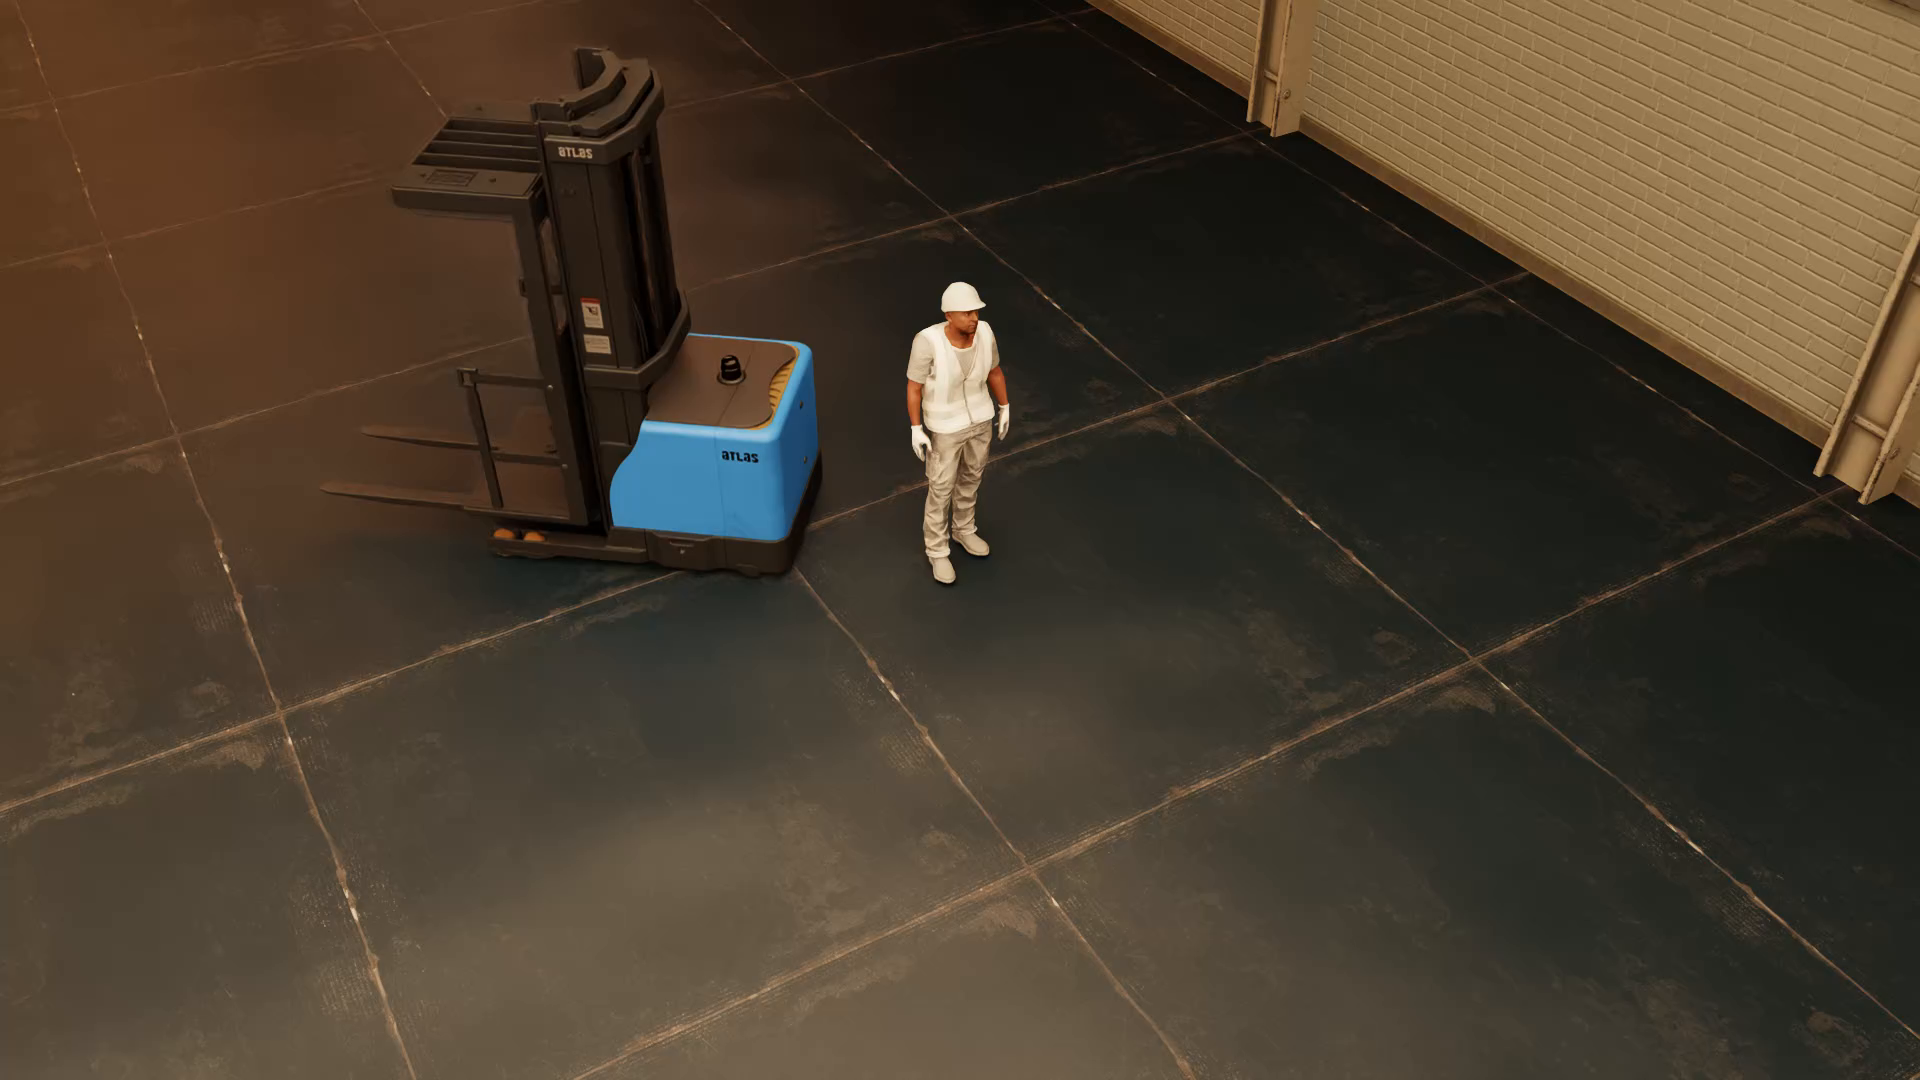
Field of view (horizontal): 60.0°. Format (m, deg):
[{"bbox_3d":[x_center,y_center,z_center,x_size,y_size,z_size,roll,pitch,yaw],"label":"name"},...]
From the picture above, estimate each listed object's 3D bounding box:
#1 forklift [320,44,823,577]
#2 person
[{"bbox_3d":[-2.443,-1.338,9.650,3.031,2.935,1.130,5,40,7],"label":"forklift"},{"bbox_3d":[0.028,-0.647,9.708,0.657,1.778,0.576,-20,44,-23],"label":"person"}]
